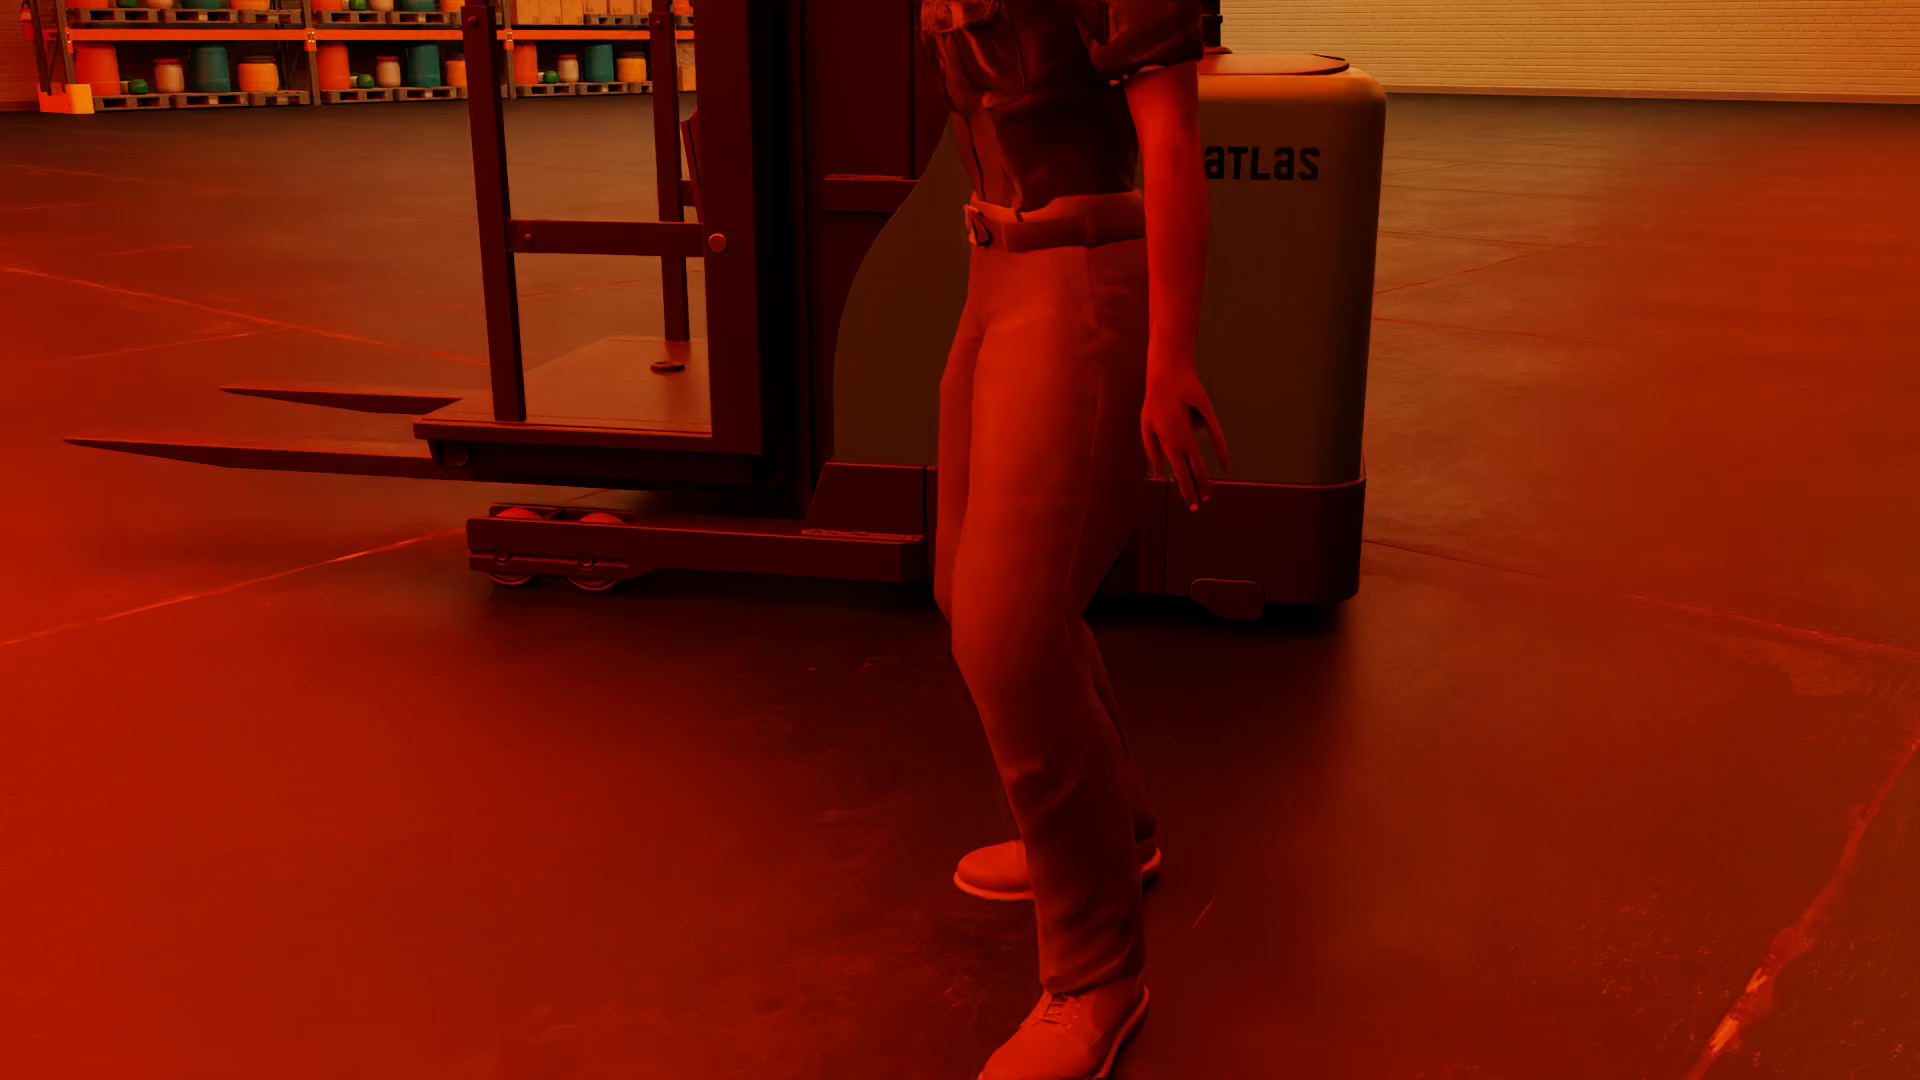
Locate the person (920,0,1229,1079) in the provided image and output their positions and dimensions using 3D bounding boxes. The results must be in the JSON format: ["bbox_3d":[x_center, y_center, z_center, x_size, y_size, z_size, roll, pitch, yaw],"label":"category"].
[{"bbox_3d":[0.122,-0.243,1.979,0.385,1.628,0.792,-3,17,-11],"label":"person"}]

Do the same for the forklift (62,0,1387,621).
[{"bbox_3d":[-0.598,-1.438,3.633,3.031,2.935,1.130,3,17,11],"label":"forklift"}]
